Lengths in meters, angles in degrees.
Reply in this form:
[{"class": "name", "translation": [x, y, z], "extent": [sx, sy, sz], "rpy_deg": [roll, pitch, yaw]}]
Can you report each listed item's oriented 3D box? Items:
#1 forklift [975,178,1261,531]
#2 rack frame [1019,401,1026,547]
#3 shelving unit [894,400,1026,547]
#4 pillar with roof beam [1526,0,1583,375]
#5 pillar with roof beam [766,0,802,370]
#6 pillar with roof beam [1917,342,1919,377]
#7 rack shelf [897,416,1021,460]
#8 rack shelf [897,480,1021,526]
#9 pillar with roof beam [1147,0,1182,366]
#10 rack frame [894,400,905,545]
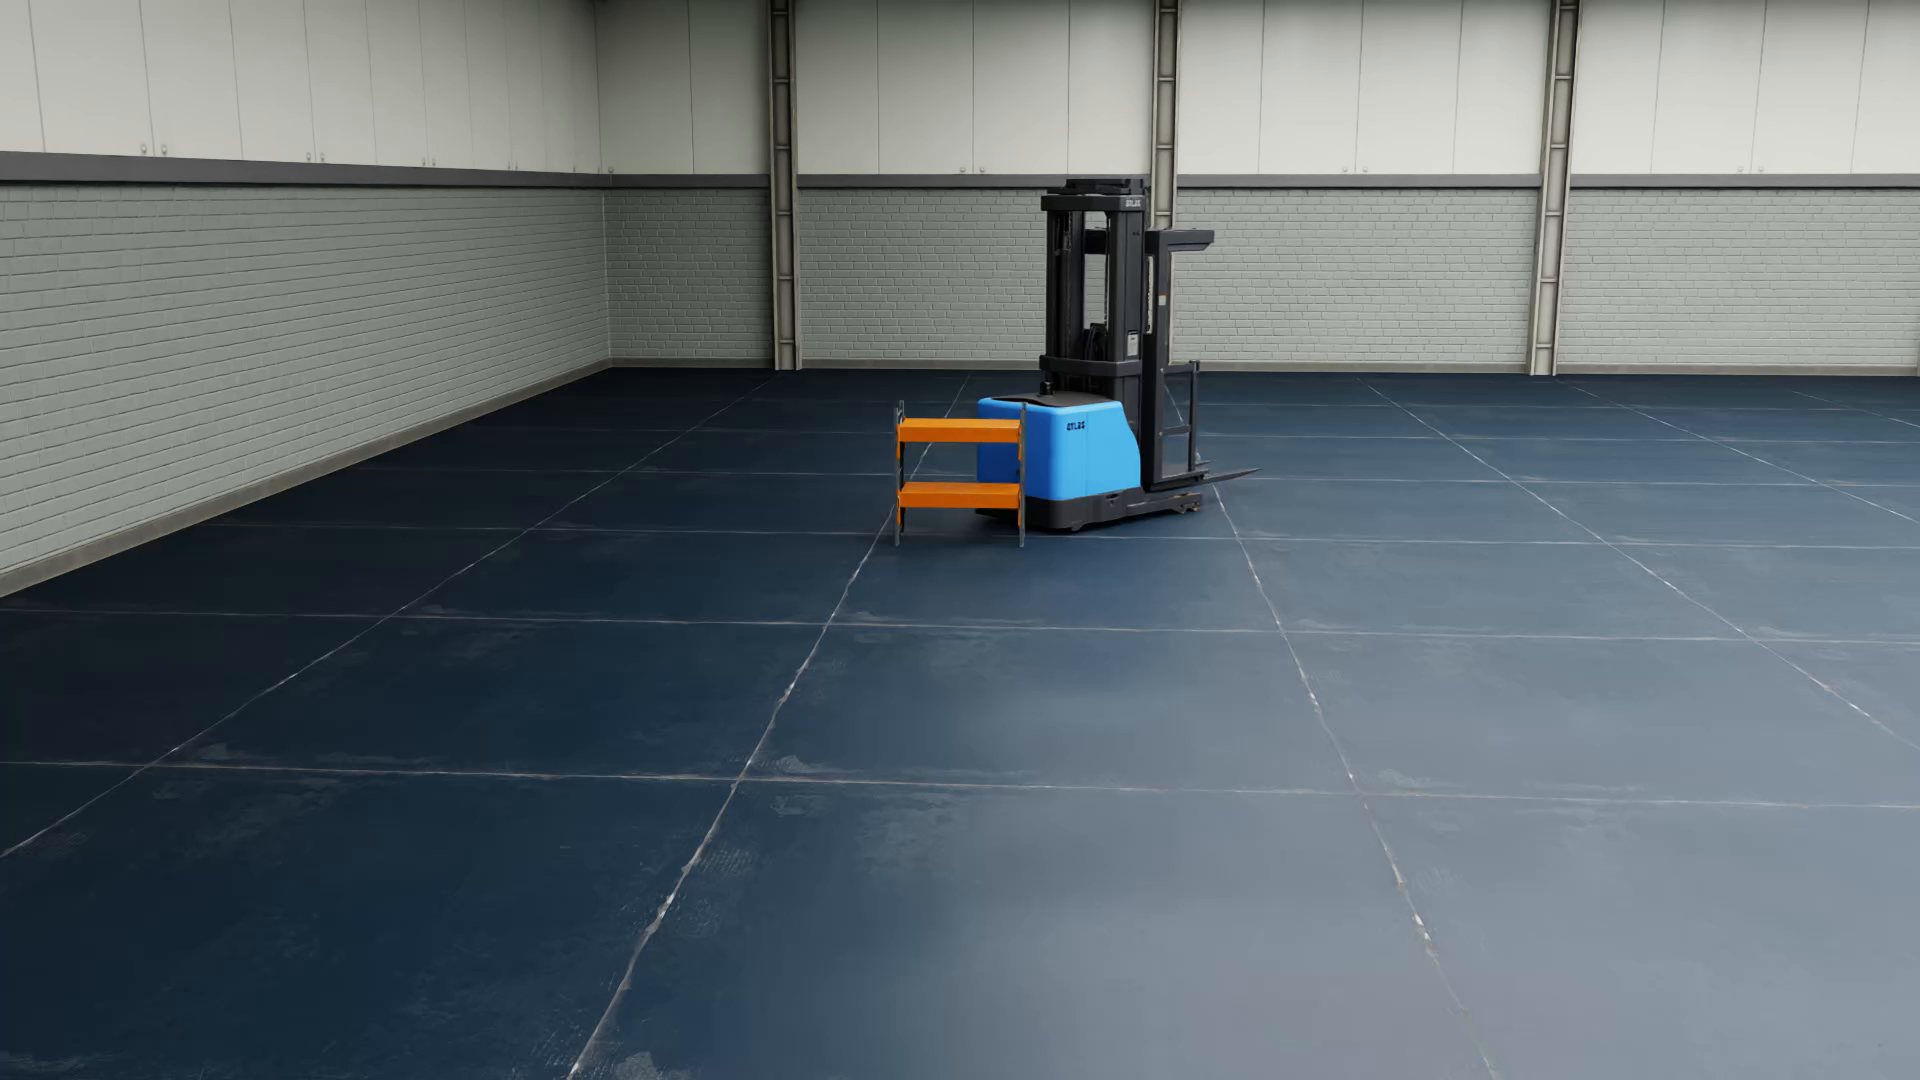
[{"class": "forklift", "translation": [1.554, -1.738, 14.919], "extent": [3.031, 2.935, 1.130], "rpy_deg": [-11, 16, -42]}, {"class": "rack frame", "translation": [0.514, -0.544, 13.619], "extent": [0.032, 1.125, 0.500], "rpy_deg": [1, 12, 4]}, {"class": "shelving unit", "translation": [0.007, -0.550, 13.652], "extent": [1.048, 1.125, 0.538], "rpy_deg": [1, 12, 4]}, {"class": "pillar with roof beam", "translation": [8.893, -6.147, 21.175], "extent": [0.400, 9.000, 9.100], "rpy_deg": [1, 12, 4]}, {"class": "pillar with roof beam", "translation": [-3.081, -6.311, 21.959], "extent": [0.400, 9.000, 9.100], "rpy_deg": [1, 12, 4]}, {"class": "pillar with roof beam", "translation": [14.879, -6.065, 20.782], "extent": [0.400, 9.000, 9.100], "rpy_deg": [1, 12, 4]}, {"class": "rack shelf", "translation": [0.007, -0.837, 13.593], "extent": [1.000, 0.278, 0.538], "rpy_deg": [1, 12, 4]}, {"class": "rack shelf", "translation": [0.007, -0.311, 13.703], "extent": [1.000, 0.278, 0.538], "rpy_deg": [1, 12, 4]}, {"class": "pillar with roof beam", "translation": [2.906, -6.229, 21.567], "extent": [0.400, 9.000, 9.100], "rpy_deg": [1, 12, 4]}, {"class": "rack frame", "translation": [-0.500, -0.557, 13.686], "extent": [0.032, 1.125, 0.500], "rpy_deg": [1, 12, 4]}]
